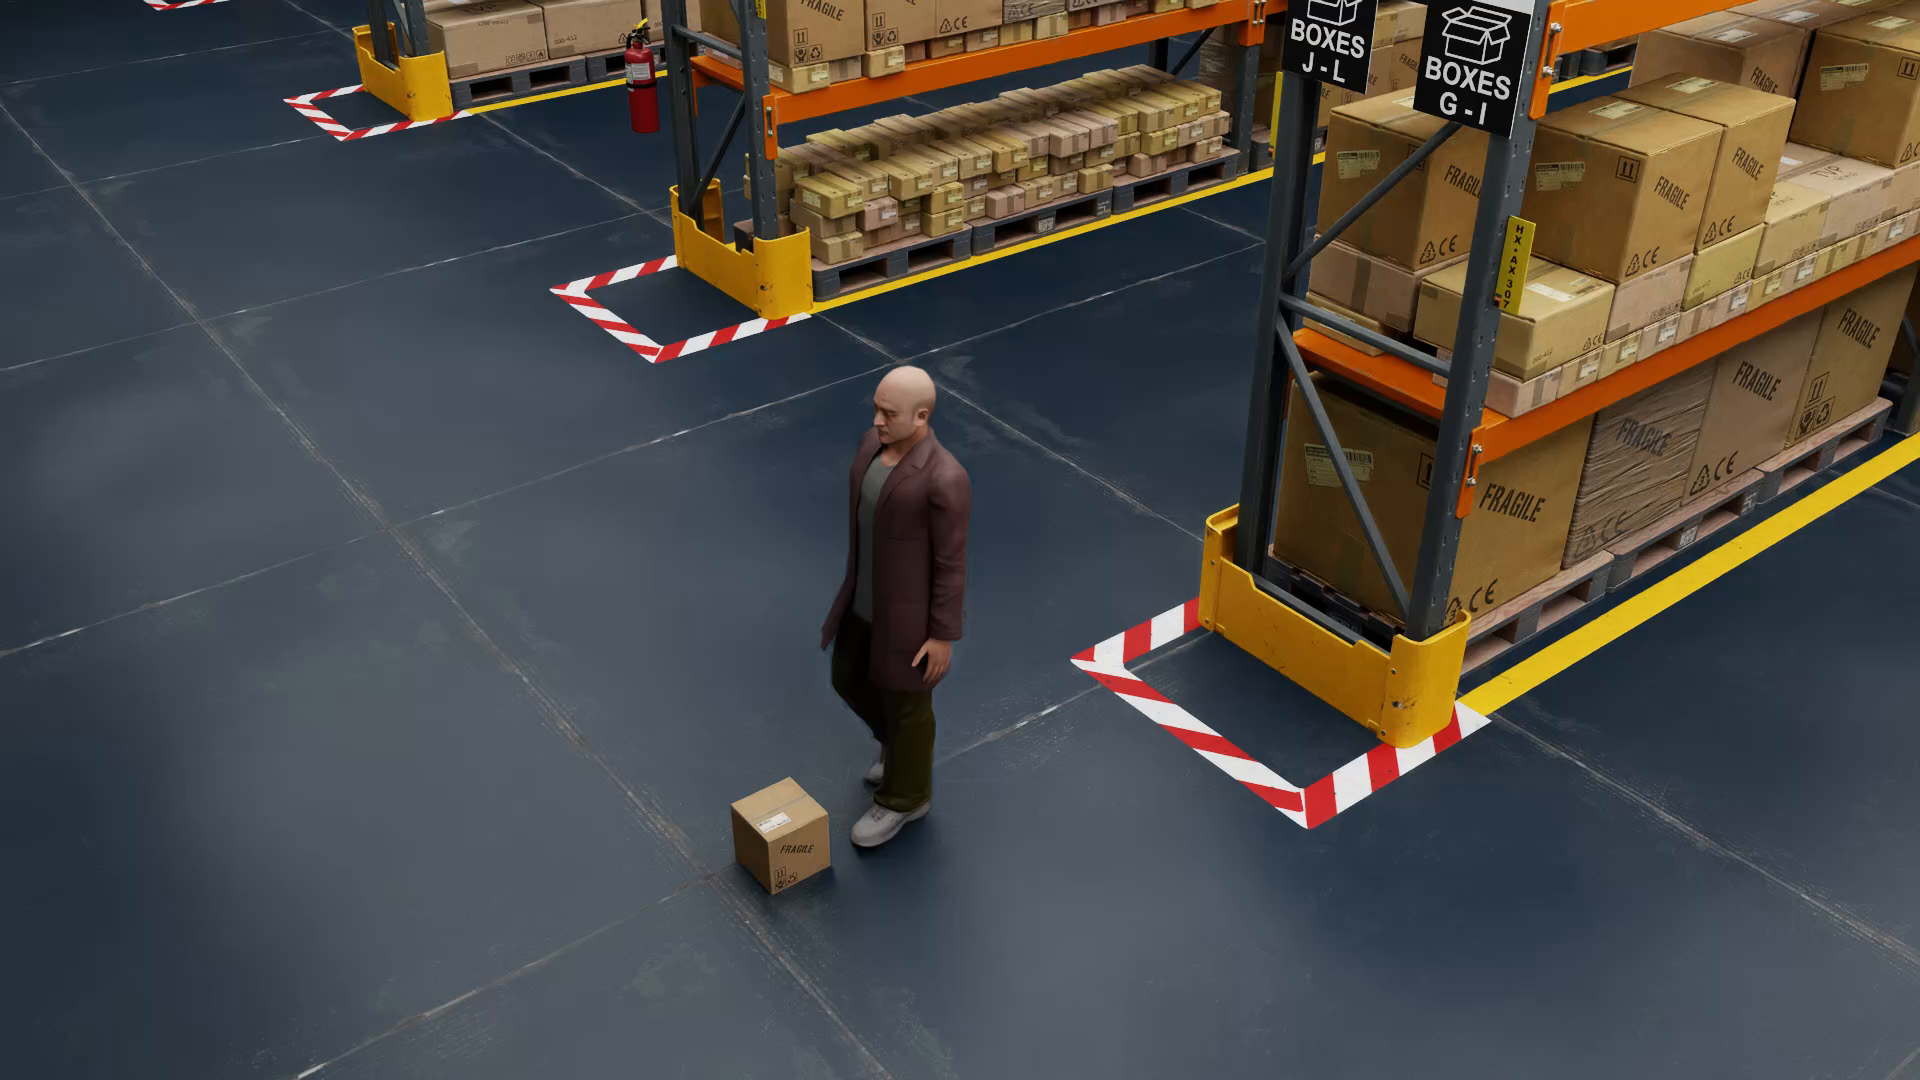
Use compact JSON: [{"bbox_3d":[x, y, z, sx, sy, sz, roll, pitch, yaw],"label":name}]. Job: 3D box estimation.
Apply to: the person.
[{"bbox_3d":[-0.220,0.246,5.770,0.580,1.806,0.625,-22,38,-31],"label":"person"}]
